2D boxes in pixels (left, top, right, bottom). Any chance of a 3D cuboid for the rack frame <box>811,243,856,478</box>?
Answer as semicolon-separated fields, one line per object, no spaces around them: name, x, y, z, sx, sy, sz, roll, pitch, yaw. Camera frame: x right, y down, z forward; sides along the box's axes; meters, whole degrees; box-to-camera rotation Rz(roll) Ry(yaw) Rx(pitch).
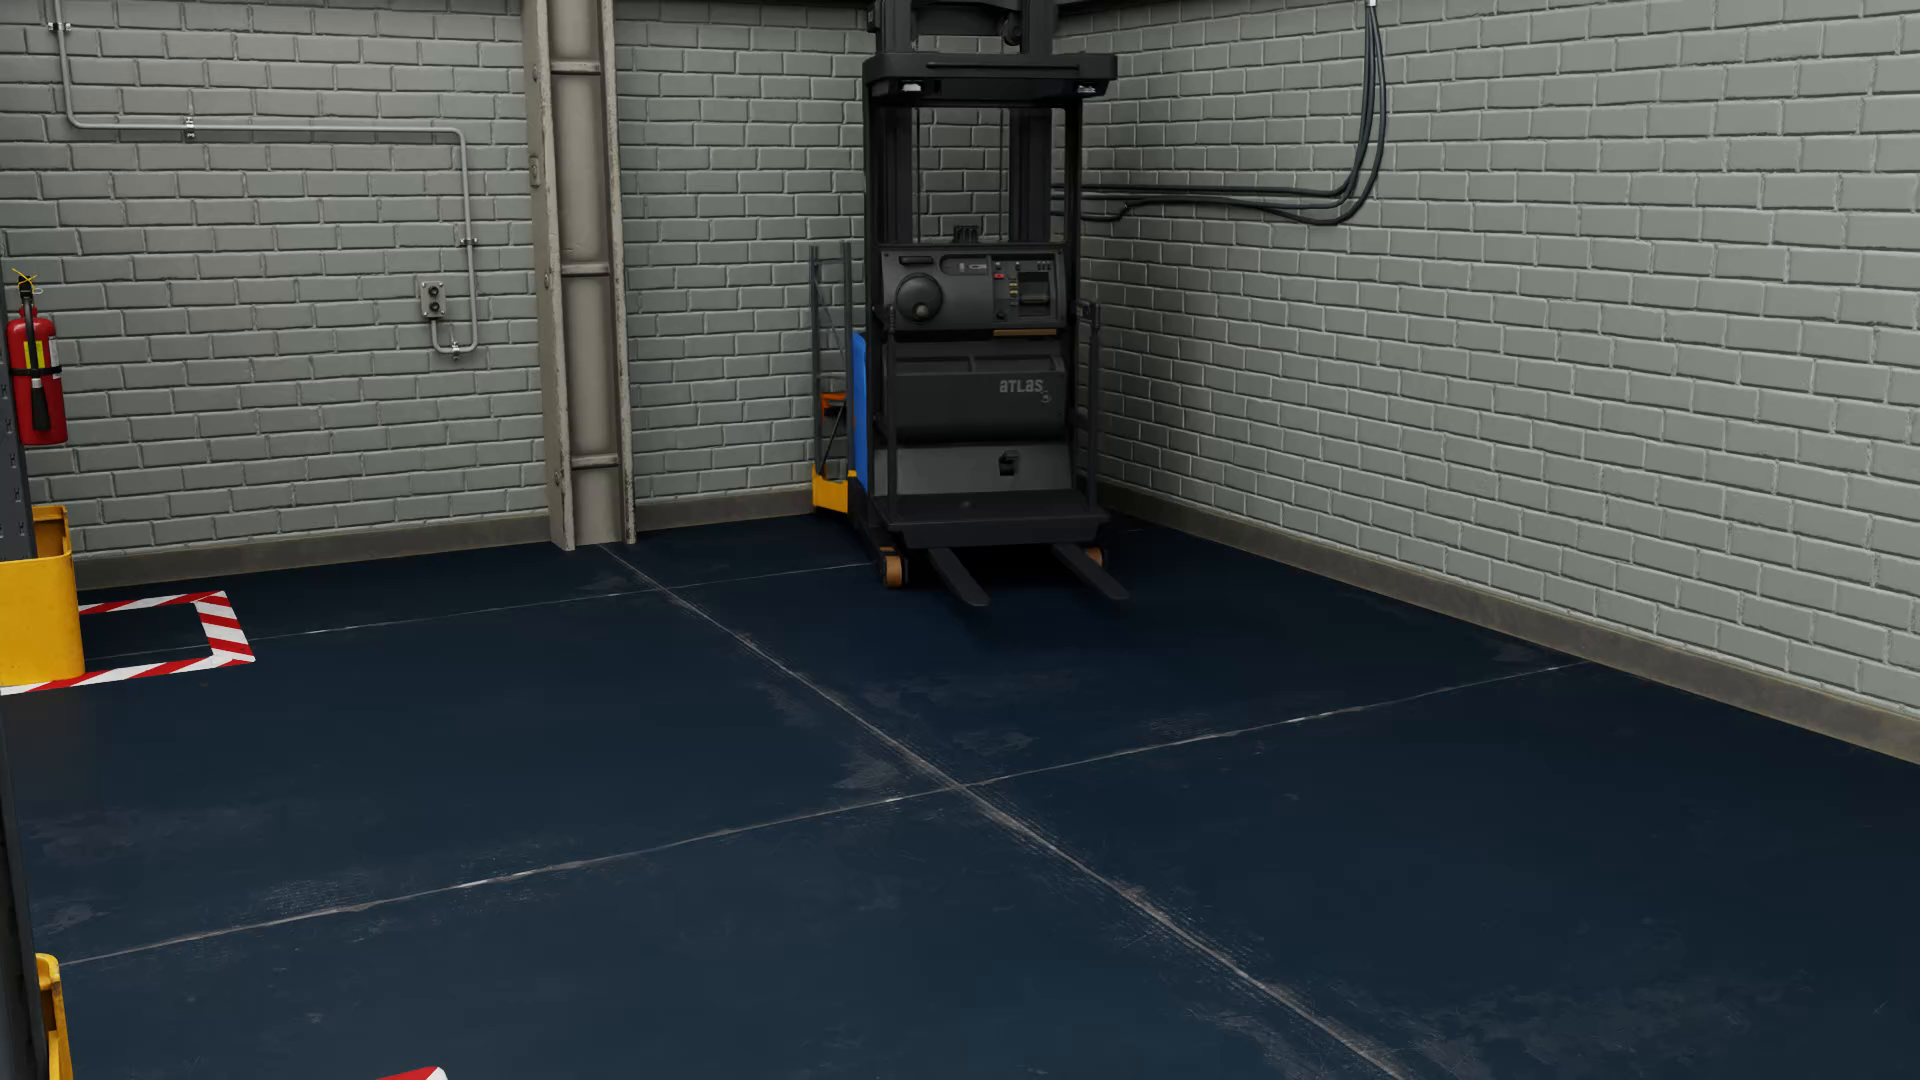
rack frame;-0.721;-0.917;9.428;0.032;1.500;0.500;-5;9;-28

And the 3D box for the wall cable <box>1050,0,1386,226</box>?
wall cable;1.178;-2.943;8.765;0.112;2.526;3.097;-7;14;-28

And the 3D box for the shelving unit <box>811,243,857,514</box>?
shelving unit;-0.267;-0.957;9.674;1.083;1.500;0.587;-5;9;-28

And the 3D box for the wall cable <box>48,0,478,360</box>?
wall cable;-3.287;-1.818;8.042;1.851;1.984;0.084;-7;14;-28

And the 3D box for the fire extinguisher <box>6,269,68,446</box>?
fire extinguisher;-3.604;-0.713;6.470;0.183;0.674;0.296;-7;14;-28

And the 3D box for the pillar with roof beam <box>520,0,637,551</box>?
pillar with roof beam;0.061;-3.553;4.403;0.400;9.000;9.100;-7;14;-28

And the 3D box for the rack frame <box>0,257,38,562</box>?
rack frame;-3.957;-1.005;6.745;0.127;3.000;1.000;-7;14;-28

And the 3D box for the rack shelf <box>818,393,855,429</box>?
rack shelf;-0.273;-0.779;9.695;1.000;0.185;0.538;-5;9;-28

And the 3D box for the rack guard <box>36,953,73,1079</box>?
rack guard;-1.647;1.176;2.744;0.348;0.500;1.175;-7;14;-28

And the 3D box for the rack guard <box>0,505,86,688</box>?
rack guard;-3.936;0.212;7.031;0.348;0.500;1.175;-7;14;-28

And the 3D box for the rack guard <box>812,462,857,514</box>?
rack guard;-0.697;-0.300;9.527;0.087;0.250;0.587;-5;9;-28

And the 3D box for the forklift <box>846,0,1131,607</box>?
forklift;0.112;-1.280;8.119;1.130;2.935;3.031;-2;13;-10
